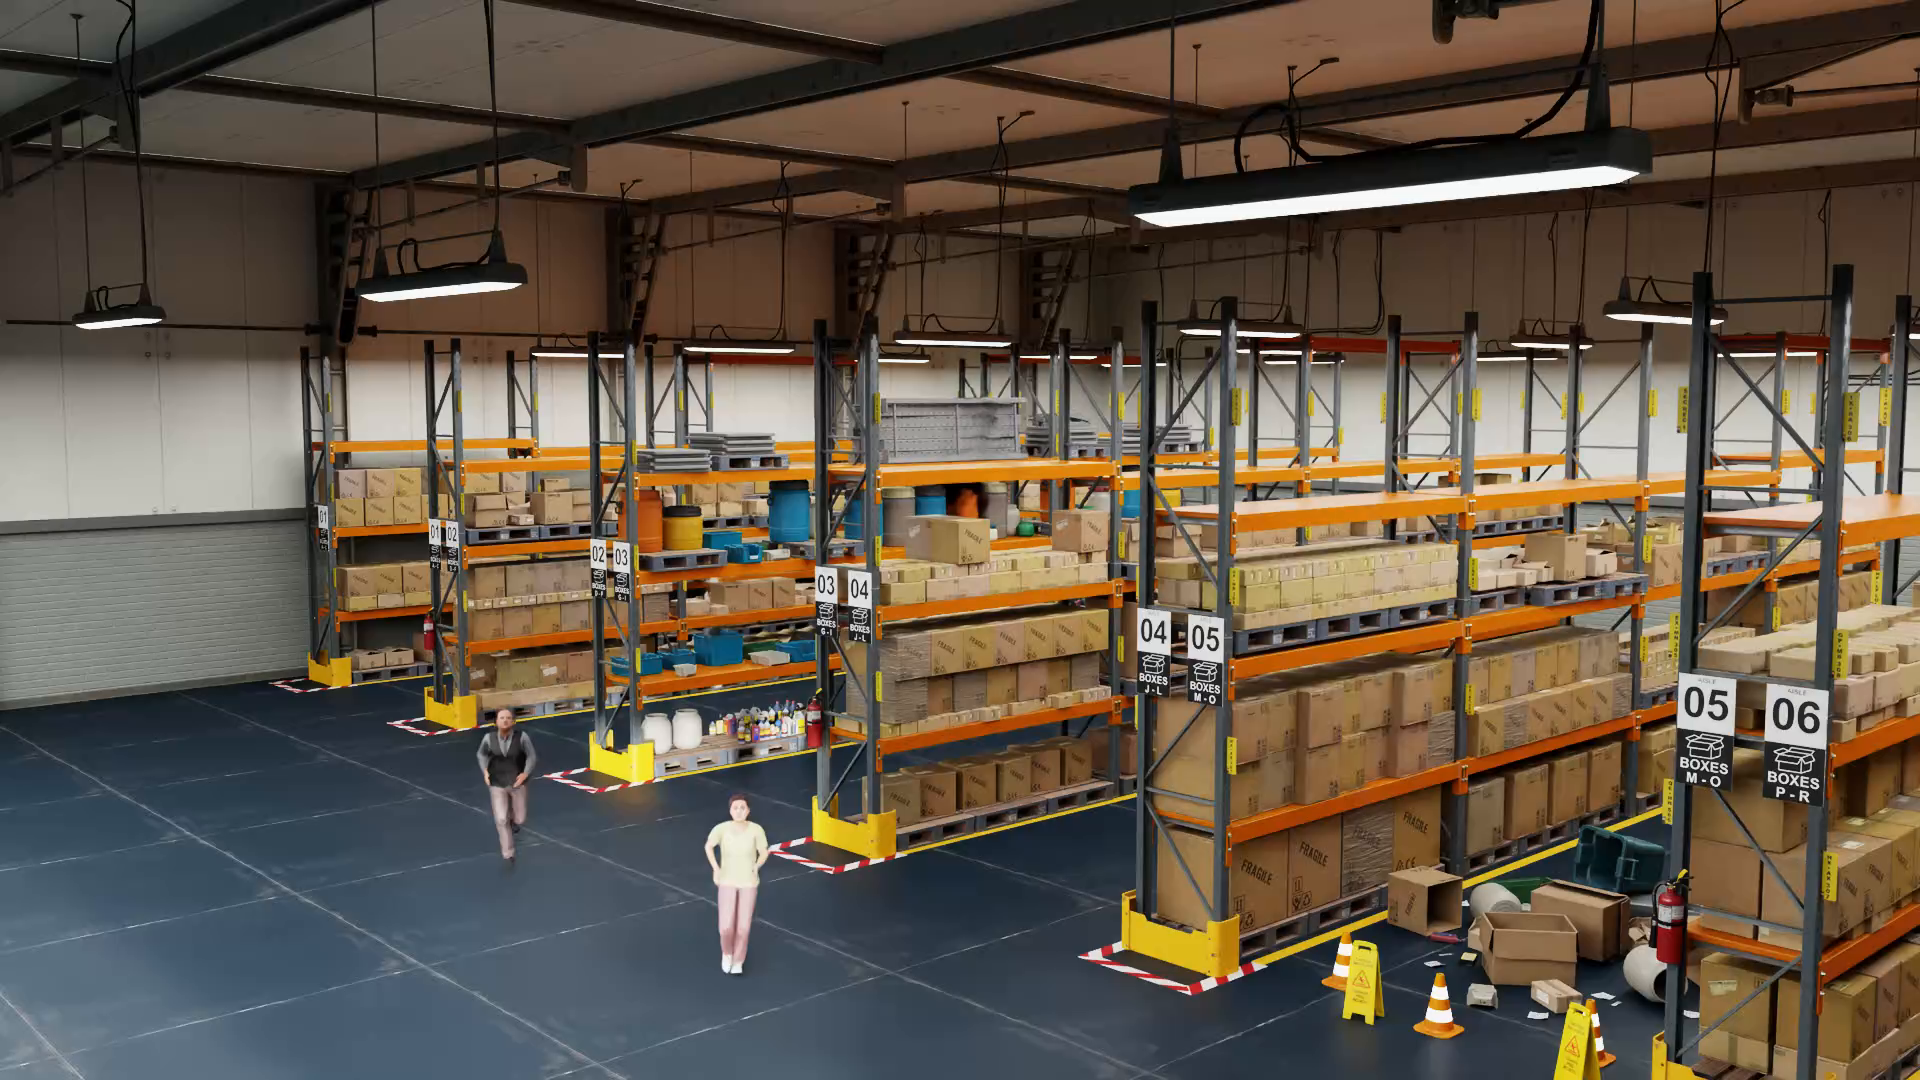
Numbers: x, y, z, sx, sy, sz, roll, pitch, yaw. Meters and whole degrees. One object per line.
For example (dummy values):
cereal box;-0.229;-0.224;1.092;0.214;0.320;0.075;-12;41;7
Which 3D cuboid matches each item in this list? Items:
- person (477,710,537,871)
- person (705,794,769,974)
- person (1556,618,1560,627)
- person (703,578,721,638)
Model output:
person;-5.013;2.727;18.444;0.633;1.718;1.000;-2;5;-20
person;-1.961;3.050;14.672;0.553;1.626;0.567;-1;5;-10
person;9.545;2.008;26.385;0.589;1.708;0.845;4;6;39
person;-4.680;1.552;31.237;0.569;1.719;0.674;-4;7;-40
